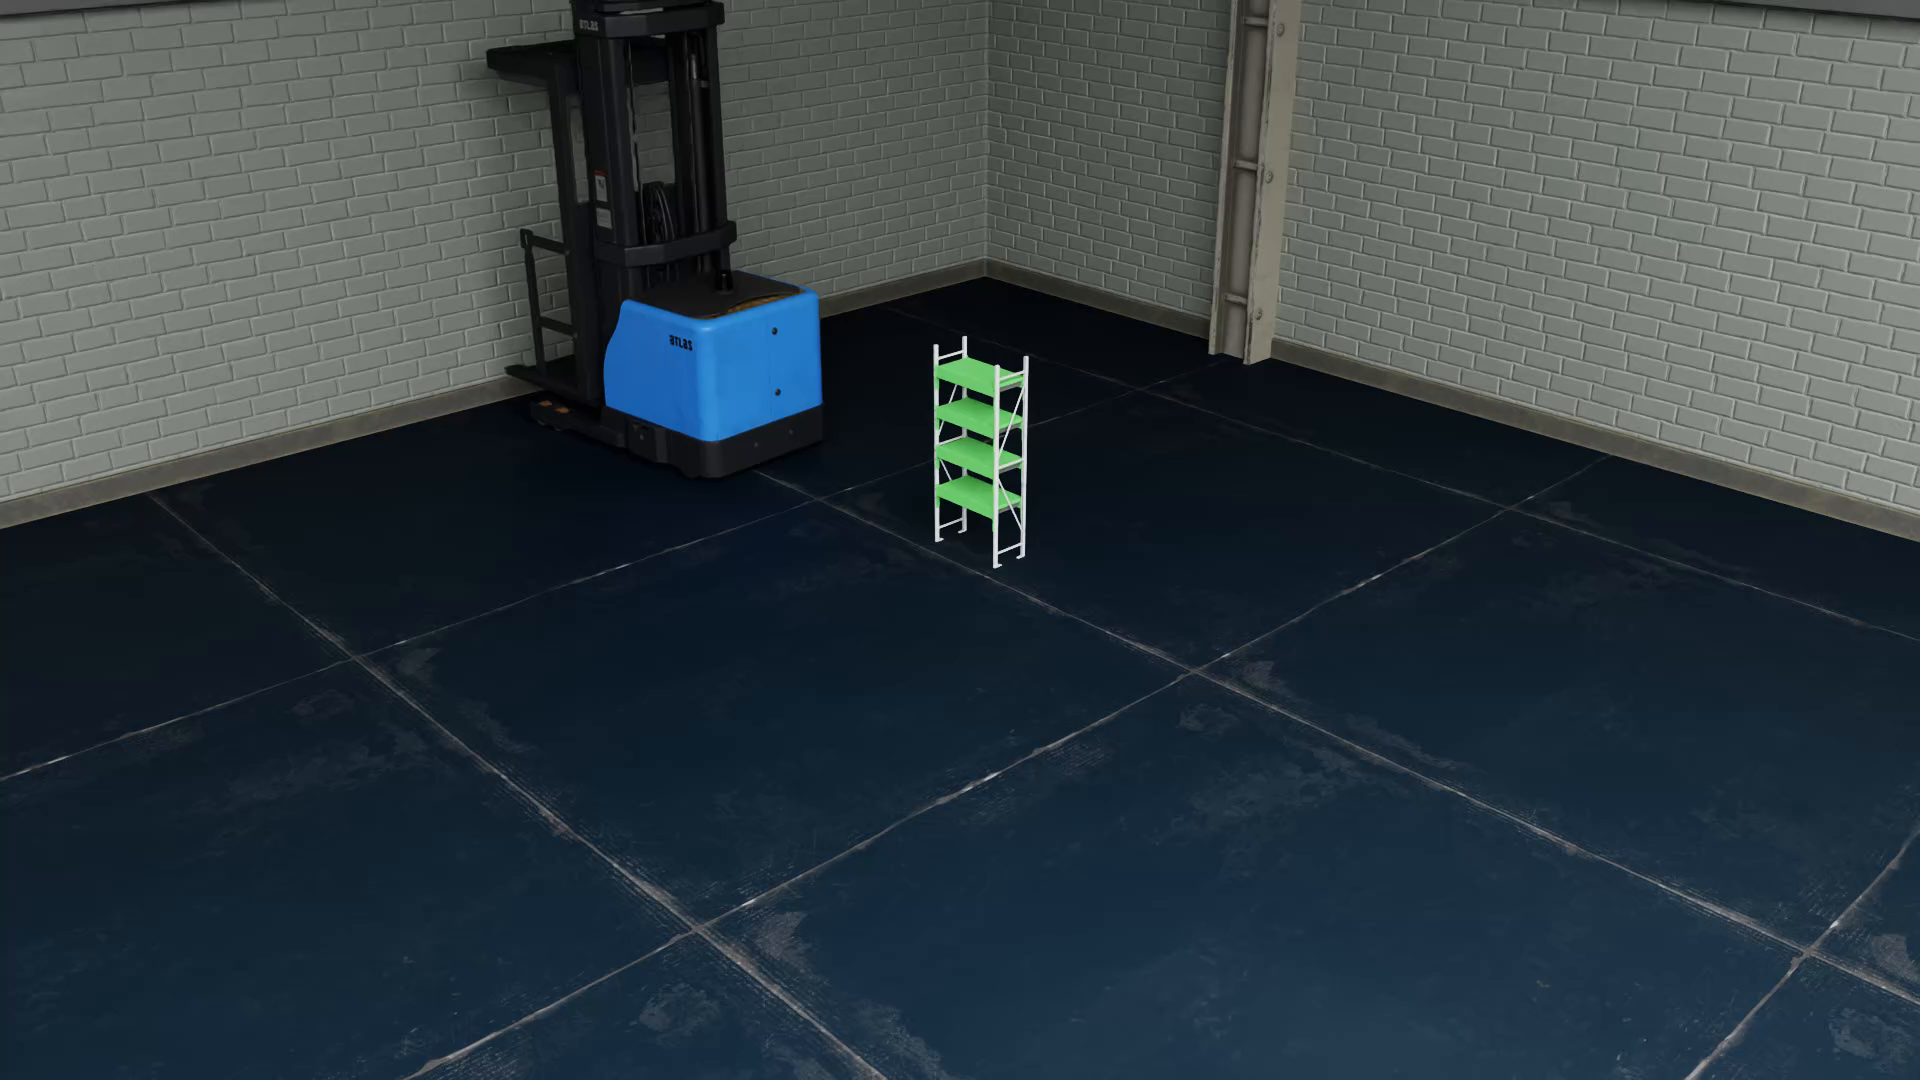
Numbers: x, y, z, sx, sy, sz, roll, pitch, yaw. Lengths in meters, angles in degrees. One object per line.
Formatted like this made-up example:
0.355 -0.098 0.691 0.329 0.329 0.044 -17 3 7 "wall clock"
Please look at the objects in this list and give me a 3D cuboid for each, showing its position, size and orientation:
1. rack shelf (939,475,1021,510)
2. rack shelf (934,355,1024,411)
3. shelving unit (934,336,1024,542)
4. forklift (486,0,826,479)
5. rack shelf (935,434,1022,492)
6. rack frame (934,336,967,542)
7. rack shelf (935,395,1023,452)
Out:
0.113 -0.268 9.495 0.221 0.021 0.457 -21 32 -38 "rack shelf"
0.113 -0.874 9.218 0.258 0.148 0.480 -21 32 -38 "rack shelf"
0.109 -0.497 9.395 0.258 1.200 0.492 -21 32 -38 "shelving unit"
-2.329 -2.217 11.079 3.031 2.935 1.130 20 31 37 "forklift"
0.113 -0.438 9.418 0.258 0.148 0.480 -21 32 -38 "rack shelf"
-0.054 -0.570 9.553 0.240 1.200 0.015 -21 32 -38 "rack frame"
0.113 -0.656 9.318 0.258 0.148 0.480 -21 32 -38 "rack shelf"
